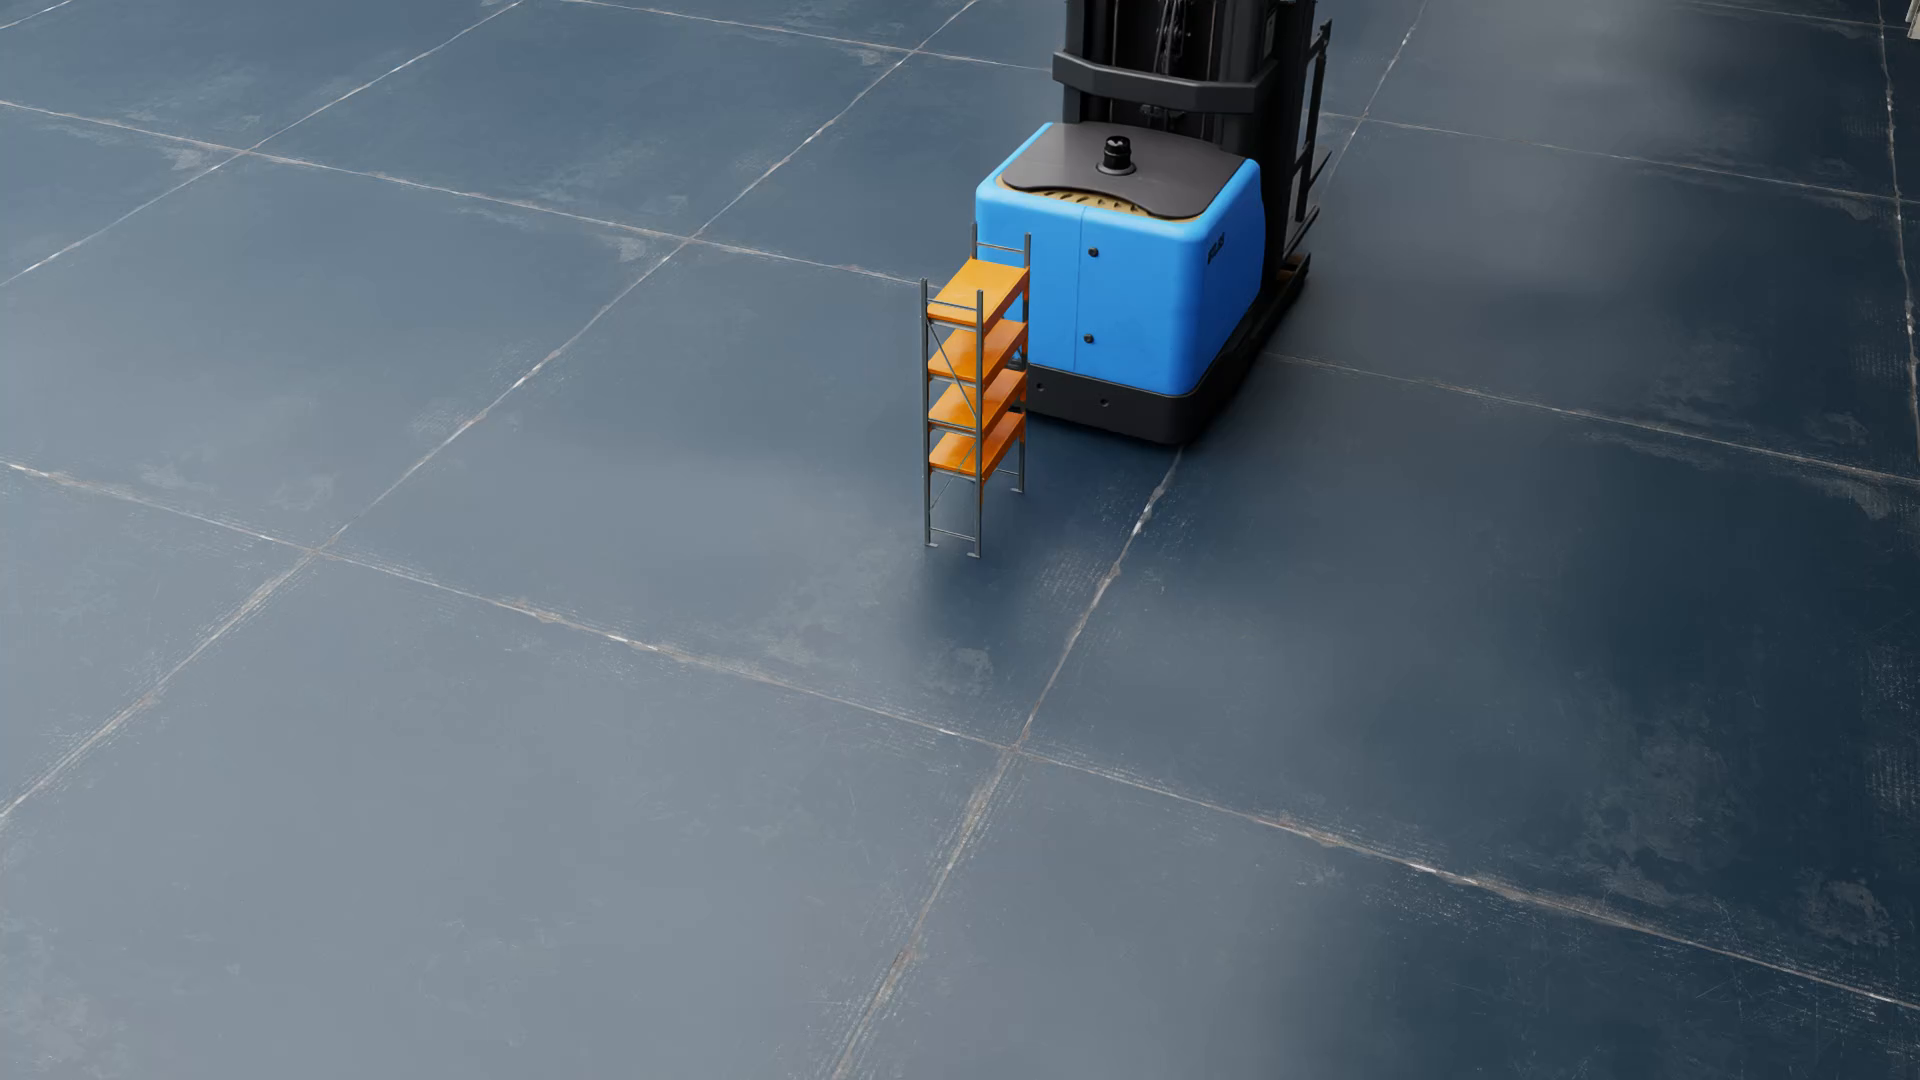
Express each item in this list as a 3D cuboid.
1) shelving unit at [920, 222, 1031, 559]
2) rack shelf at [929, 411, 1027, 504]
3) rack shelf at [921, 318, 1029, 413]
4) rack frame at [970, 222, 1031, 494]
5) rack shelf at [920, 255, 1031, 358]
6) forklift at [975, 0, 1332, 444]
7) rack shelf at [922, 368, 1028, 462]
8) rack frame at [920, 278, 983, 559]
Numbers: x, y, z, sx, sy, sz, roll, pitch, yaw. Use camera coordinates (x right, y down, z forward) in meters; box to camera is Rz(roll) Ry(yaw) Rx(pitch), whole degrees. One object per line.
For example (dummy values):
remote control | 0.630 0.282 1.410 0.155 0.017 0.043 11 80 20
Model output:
shelving unit | 0.063 -0.572 6.513 0.258 1.200 0.503 14 39 18
rack shelf | 0.063 -0.359 6.673 0.258 0.148 0.480 14 39 18
rack shelf | 0.063 -0.698 6.420 0.258 0.148 0.480 14 39 18
rack frame | 0.156 -0.707 6.694 0.240 1.200 0.015 14 39 18
rack shelf | 0.063 -0.887 6.278 0.258 0.148 0.480 14 39 18
forklift | 1.133 -2.462 7.595 1.130 2.935 3.031 16 40 20
rack shelf | 0.063 -0.518 6.554 0.258 0.148 0.480 14 39 18
rack frame | -0.030 -0.437 6.333 0.240 1.200 0.015 14 39 18
